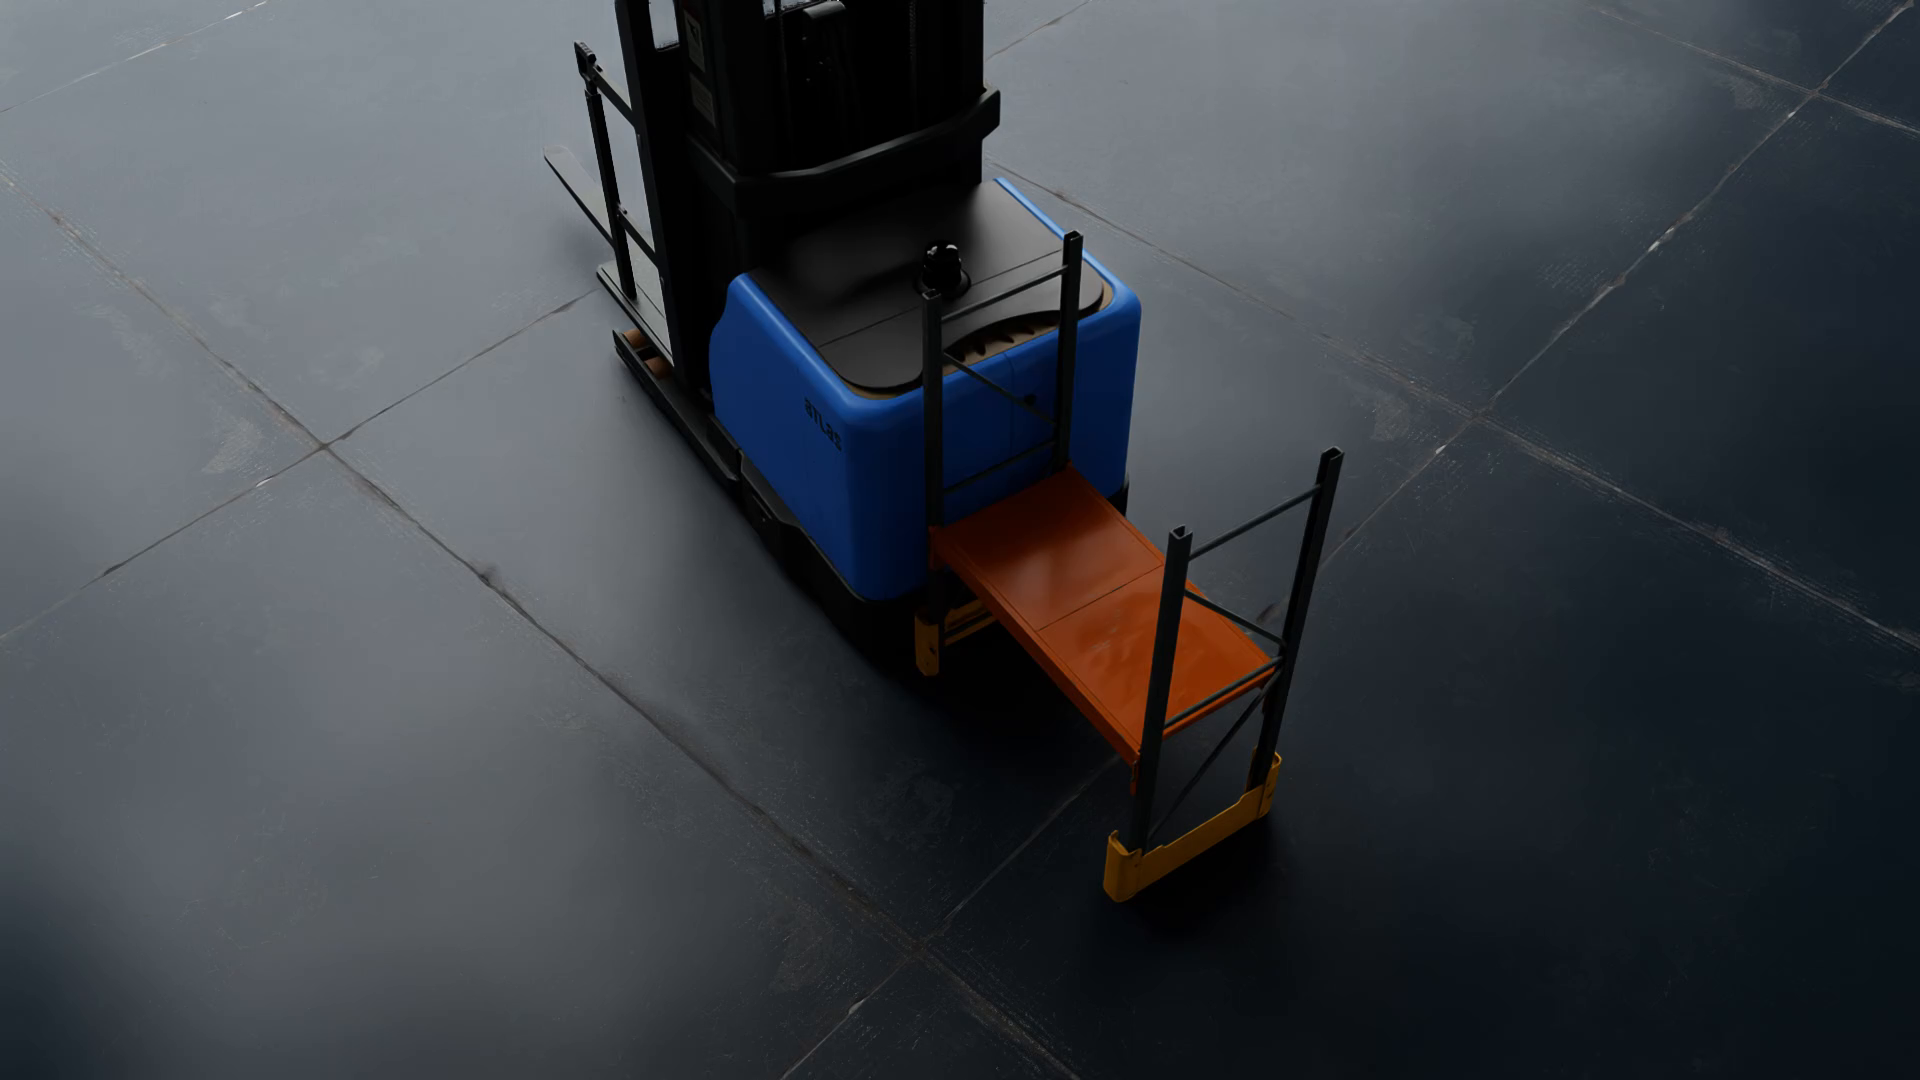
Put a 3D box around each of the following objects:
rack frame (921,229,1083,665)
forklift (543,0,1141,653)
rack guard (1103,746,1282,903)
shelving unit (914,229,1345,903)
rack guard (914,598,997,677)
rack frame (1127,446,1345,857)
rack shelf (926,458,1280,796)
[{"bbox_3d":[0.116,-0.213,4.921,0.500,1.500,0.032,-26,52,-22],"label":"rack frame"},{"bbox_3d":[-0.655,-1.697,5.333,1.130,2.935,3.031,-25,52,-22],"label":"forklift"},{"bbox_3d":[0.672,0.818,4.811,0.587,0.250,0.087,-26,52,-22],"label":"rack guard"},{"bbox_3d":[0.394,0.089,4.638,0.587,1.500,1.083,-26,52,-22],"label":"shelving unit"},{"bbox_3d":[0.116,0.215,5.376,0.587,0.250,0.087,-26,52,-22],"label":"rack guard"},{"bbox_3d":[0.683,0.402,4.344,0.500,1.500,0.032,-26,52,-22],"label":"rack frame"},{"bbox_3d":[0.399,0.217,4.764,0.538,0.185,1.000,-26,52,-22],"label":"rack shelf"}]
